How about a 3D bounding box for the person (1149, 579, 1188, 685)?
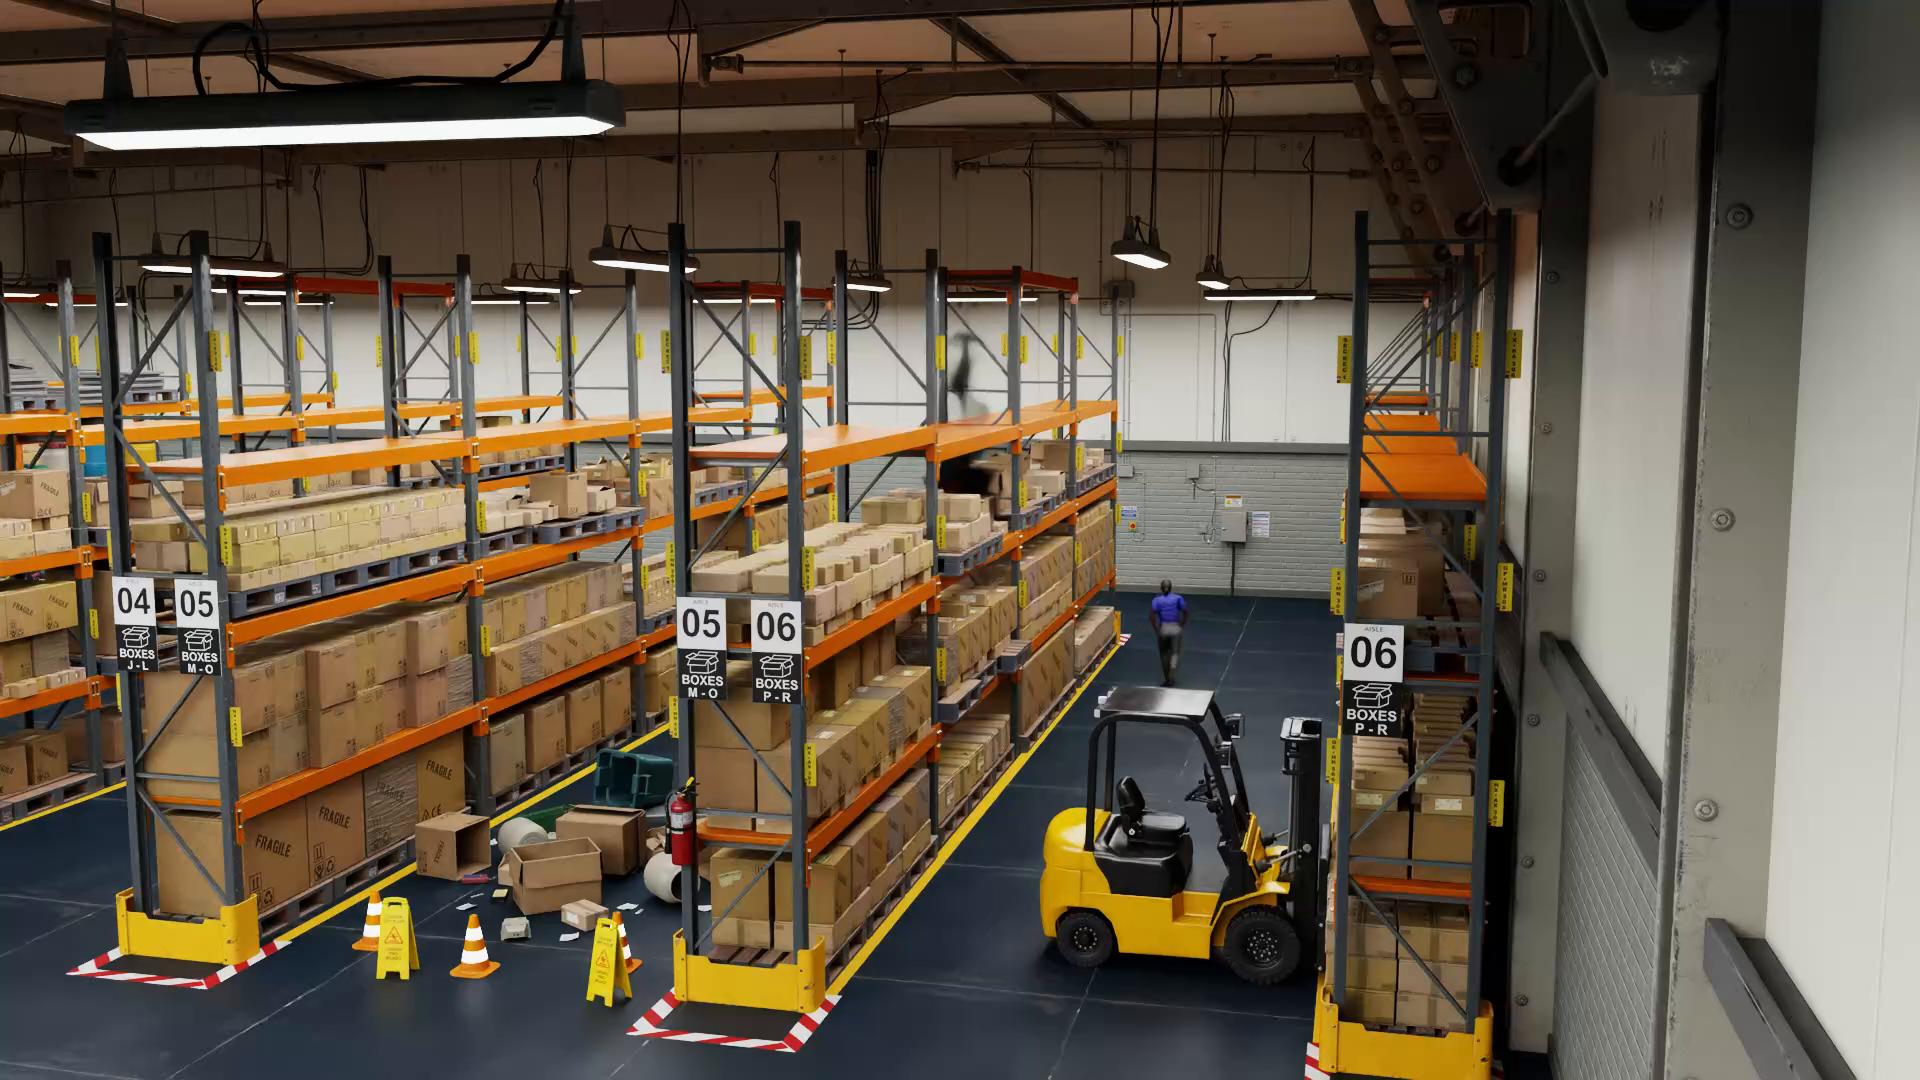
[{"bbox_3d":[3.064,1.416,24.418,0.574,1.651,0.937,0,7,3],"label":"person"}]
